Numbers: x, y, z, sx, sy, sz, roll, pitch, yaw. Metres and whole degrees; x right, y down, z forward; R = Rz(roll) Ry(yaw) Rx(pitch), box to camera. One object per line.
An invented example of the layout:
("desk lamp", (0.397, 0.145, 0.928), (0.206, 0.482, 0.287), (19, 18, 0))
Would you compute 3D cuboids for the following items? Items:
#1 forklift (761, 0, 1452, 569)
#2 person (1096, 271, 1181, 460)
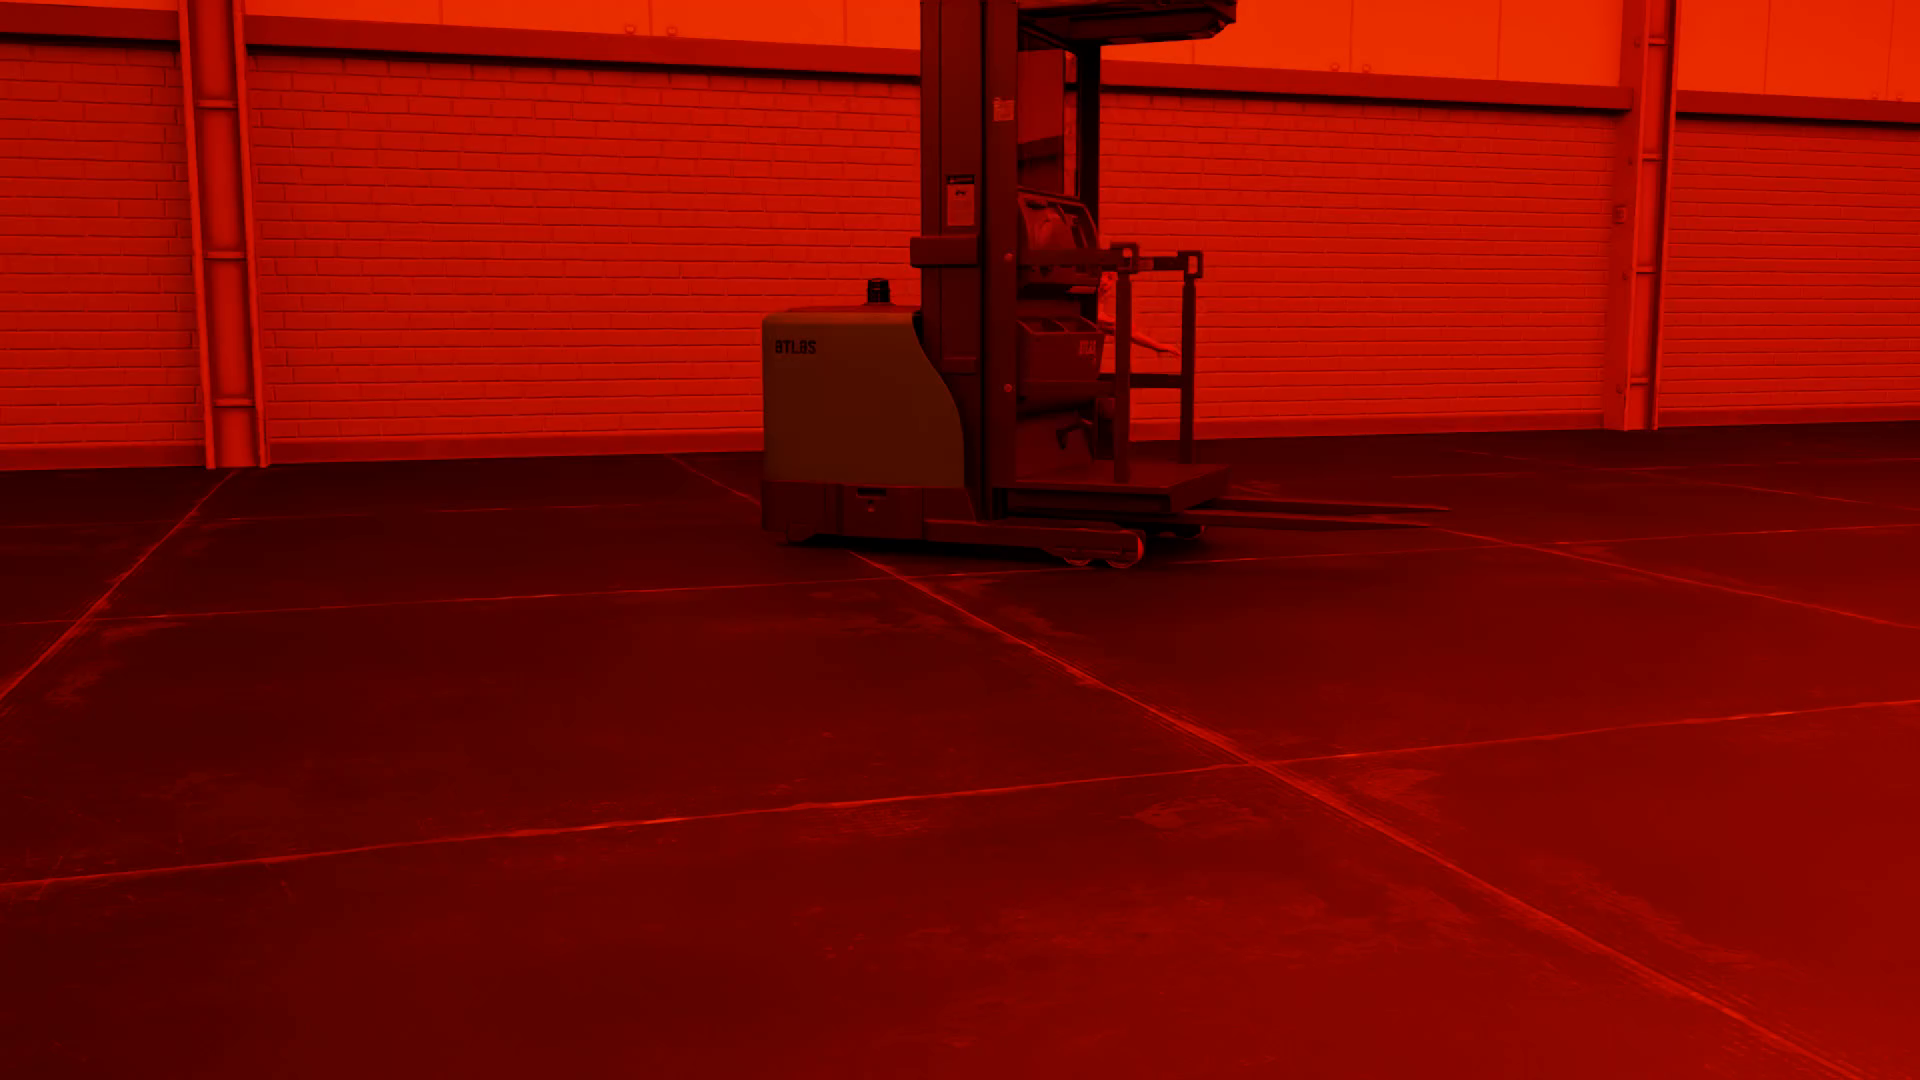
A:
("forklift", (0.635, -1.411, 7.421), (3.031, 2.935, 1.130), (3, 8, 23))
("person", (0.833, -0.882, 9.327), (1.062, 1.443, 0.836), (-3, 8, -21))
